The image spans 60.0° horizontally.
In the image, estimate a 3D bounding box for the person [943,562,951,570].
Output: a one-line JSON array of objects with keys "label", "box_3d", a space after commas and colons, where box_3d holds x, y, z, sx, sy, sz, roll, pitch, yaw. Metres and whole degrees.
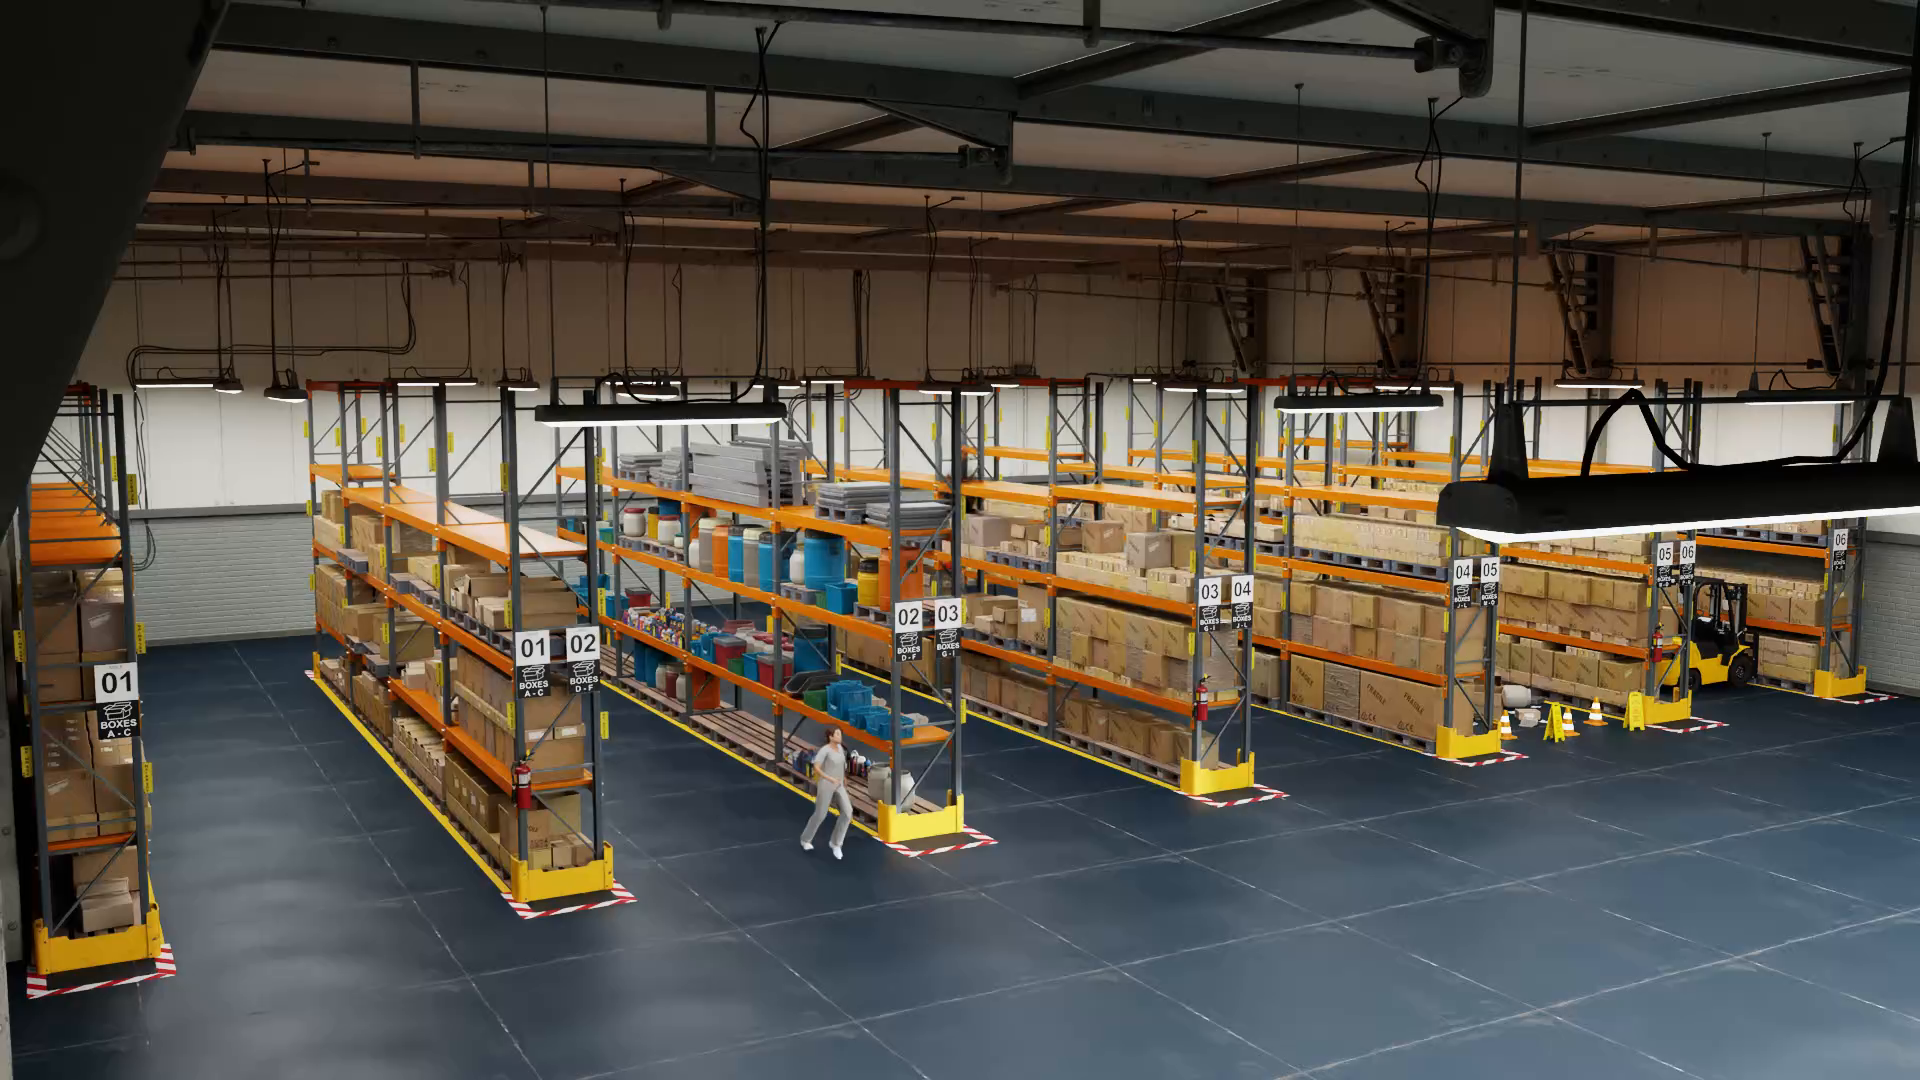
[{"label": "person", "box_3d": [-0.337, 1.051, 41.928, 0.876, 1.681, 0.679, -2, 6, -18]}]

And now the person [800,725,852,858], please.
[{"label": "person", "box_3d": [-1.675, 3.229, 21.555, 0.695, 1.681, 0.640, 6, 8, 42]}]

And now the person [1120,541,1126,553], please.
[{"label": "person", "box_3d": [4.479, 0.725, 44.688, 0.739, 1.799, 0.770, 1, 6, 10]}]
